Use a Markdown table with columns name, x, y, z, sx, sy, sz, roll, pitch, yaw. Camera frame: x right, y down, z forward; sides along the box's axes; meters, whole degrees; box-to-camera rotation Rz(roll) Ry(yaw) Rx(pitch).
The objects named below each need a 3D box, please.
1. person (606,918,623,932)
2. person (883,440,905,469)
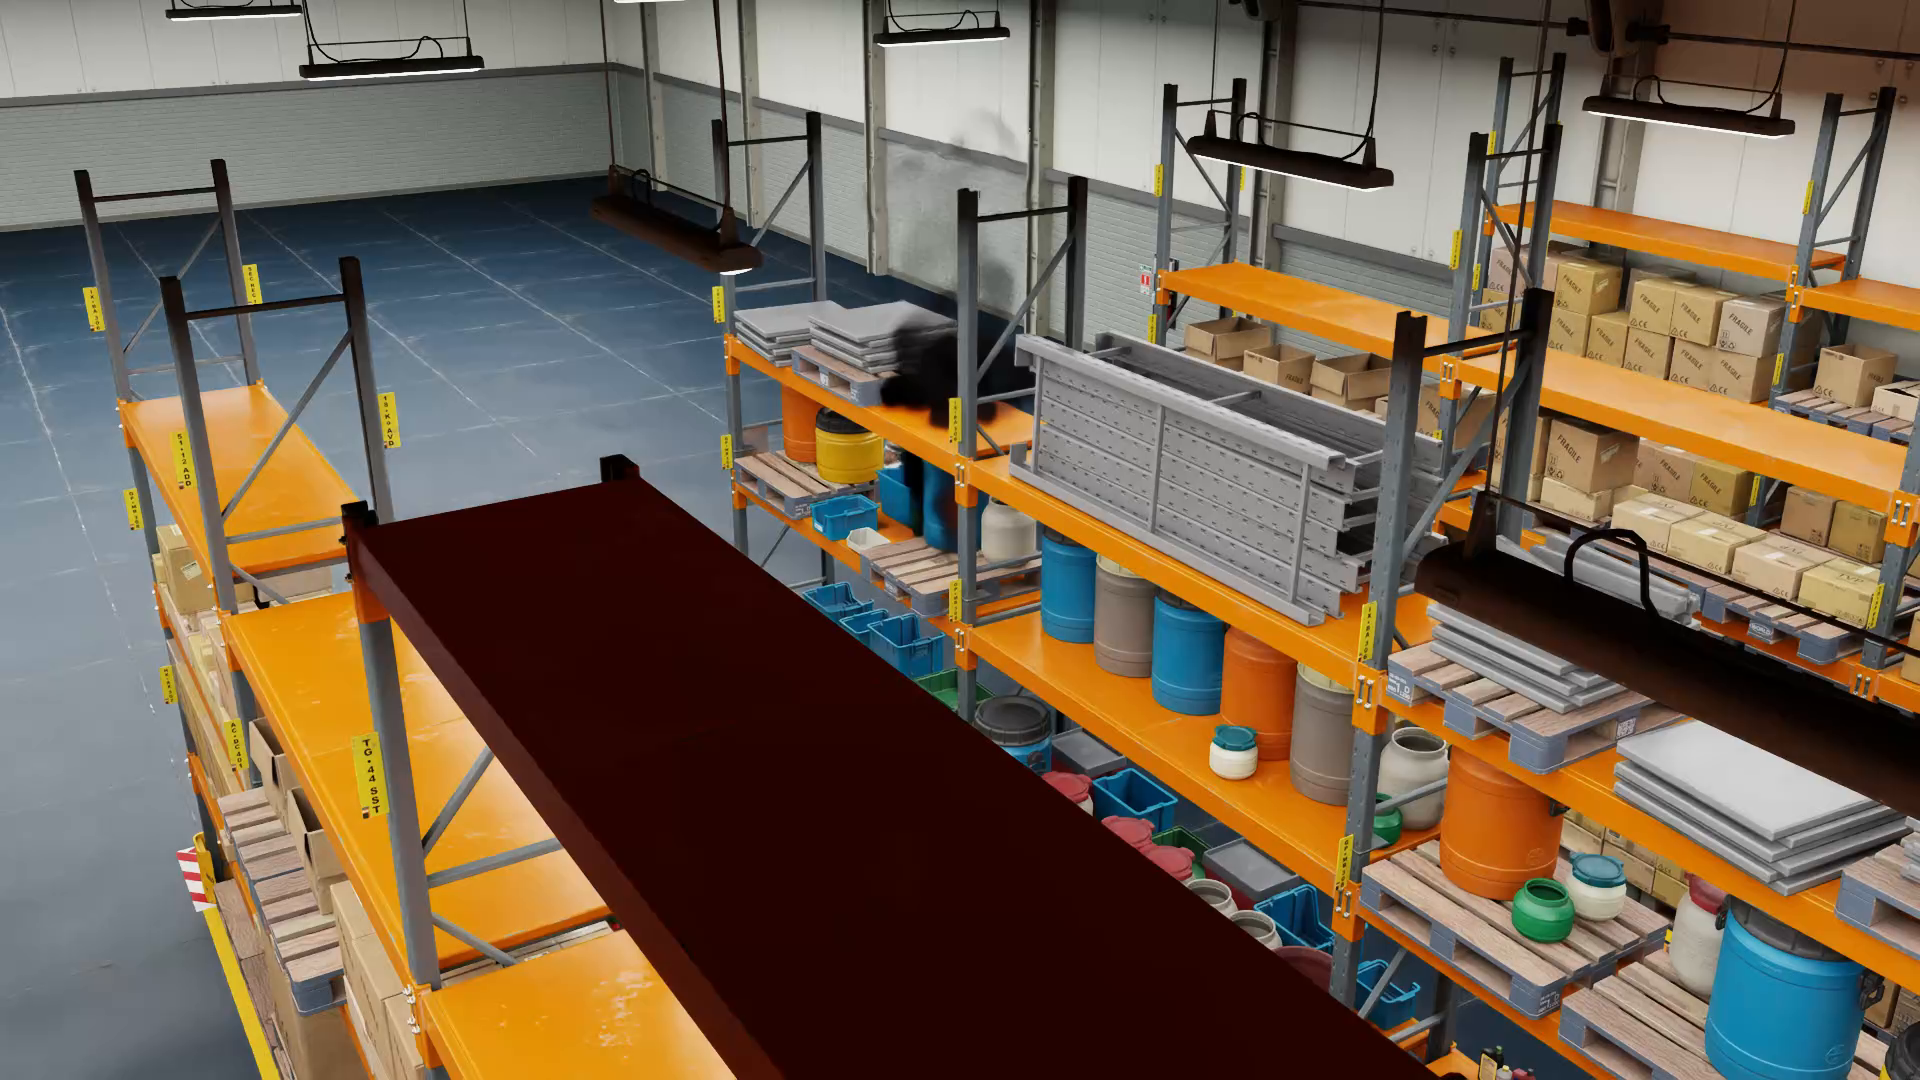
| name | x | y | z | sx | sy | sz | roll | pitch | yaw |
| --- | --- | --- | --- | --- | --- | --- | --- | --- | --- |
| person | -2.609 | 2.541 | 11.980 | 0.671 | 1.765 | 0.596 | -14 | 26 | -31 |
| person | -0.776 | -0.380 | 20.033 | 0.644 | 1.748 | 0.669 | -5 | 22 | -12 |
